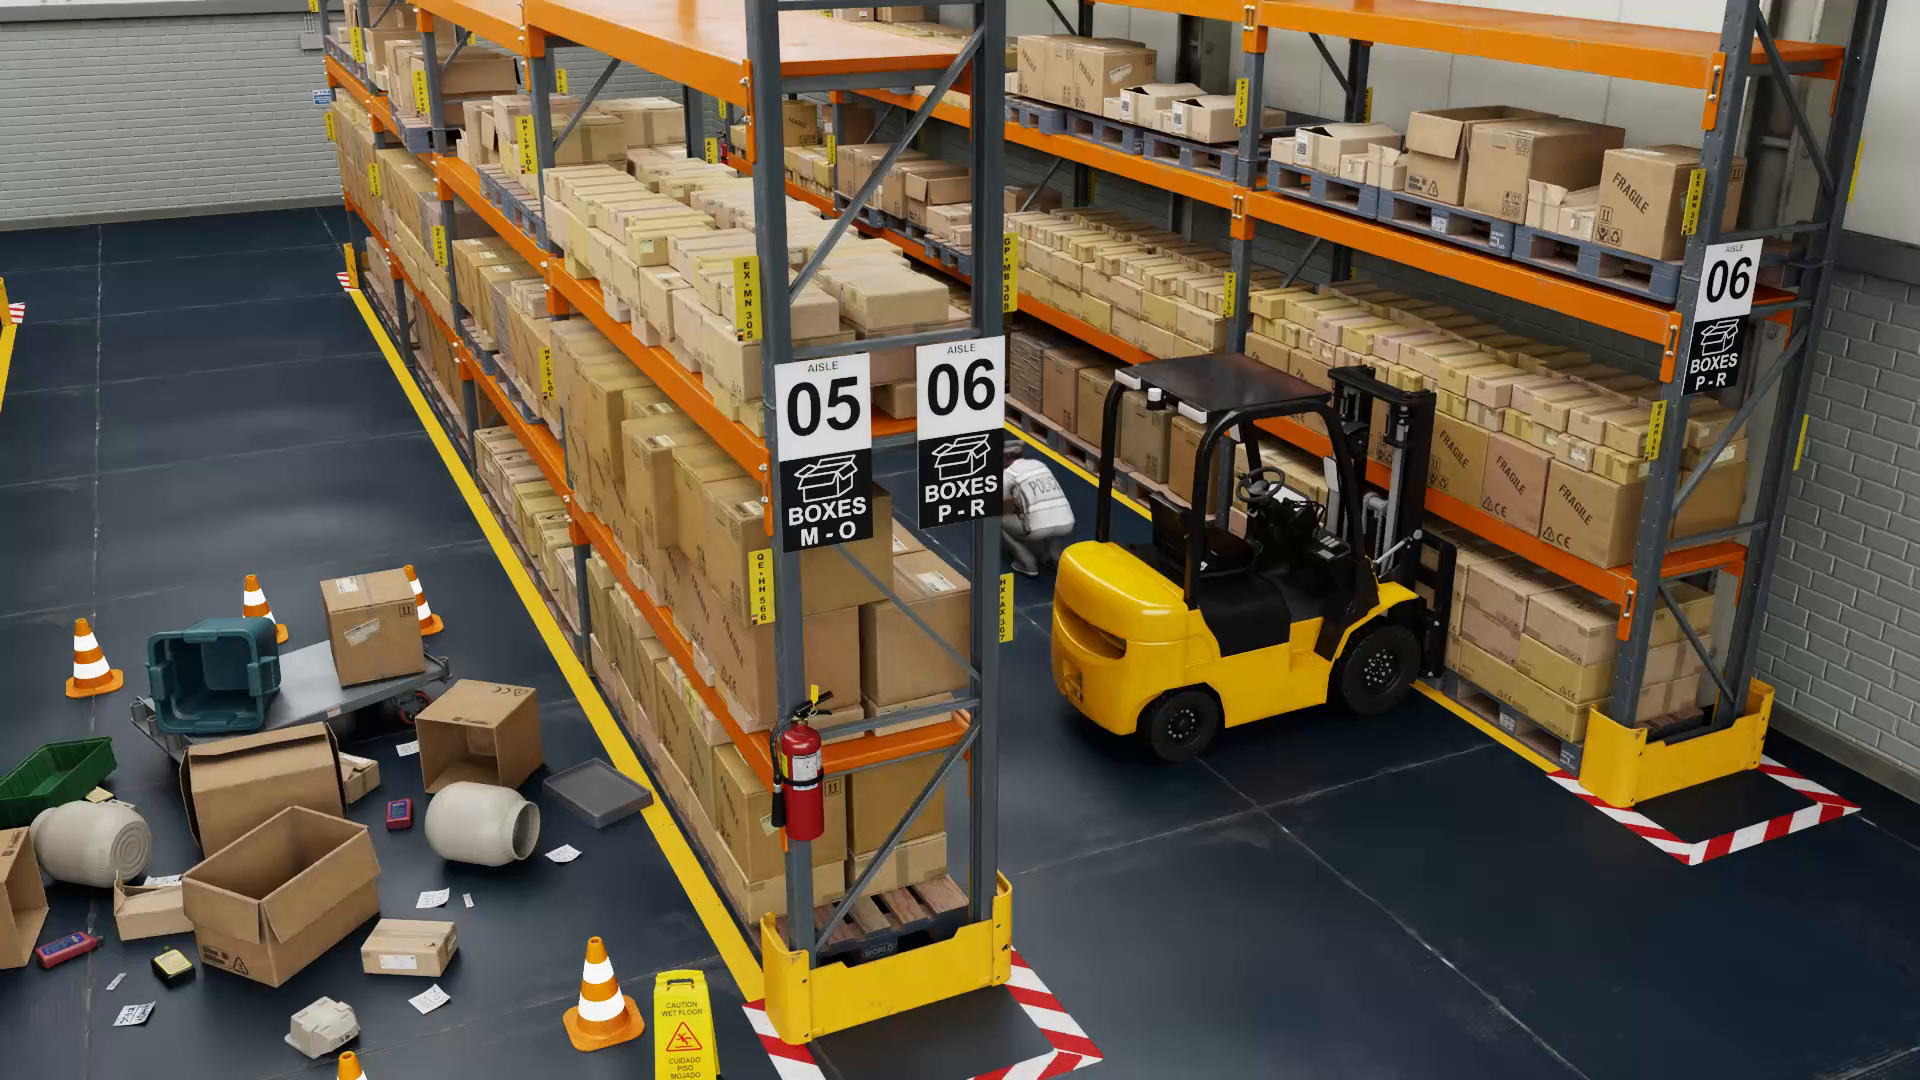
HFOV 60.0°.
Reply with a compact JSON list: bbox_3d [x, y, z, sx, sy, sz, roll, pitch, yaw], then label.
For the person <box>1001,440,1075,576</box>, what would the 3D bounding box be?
[{"bbox_3d":[0.517,-0.261,12.598,0.506,0.946,0.830,-10,24,-23],"label":"person"}]
